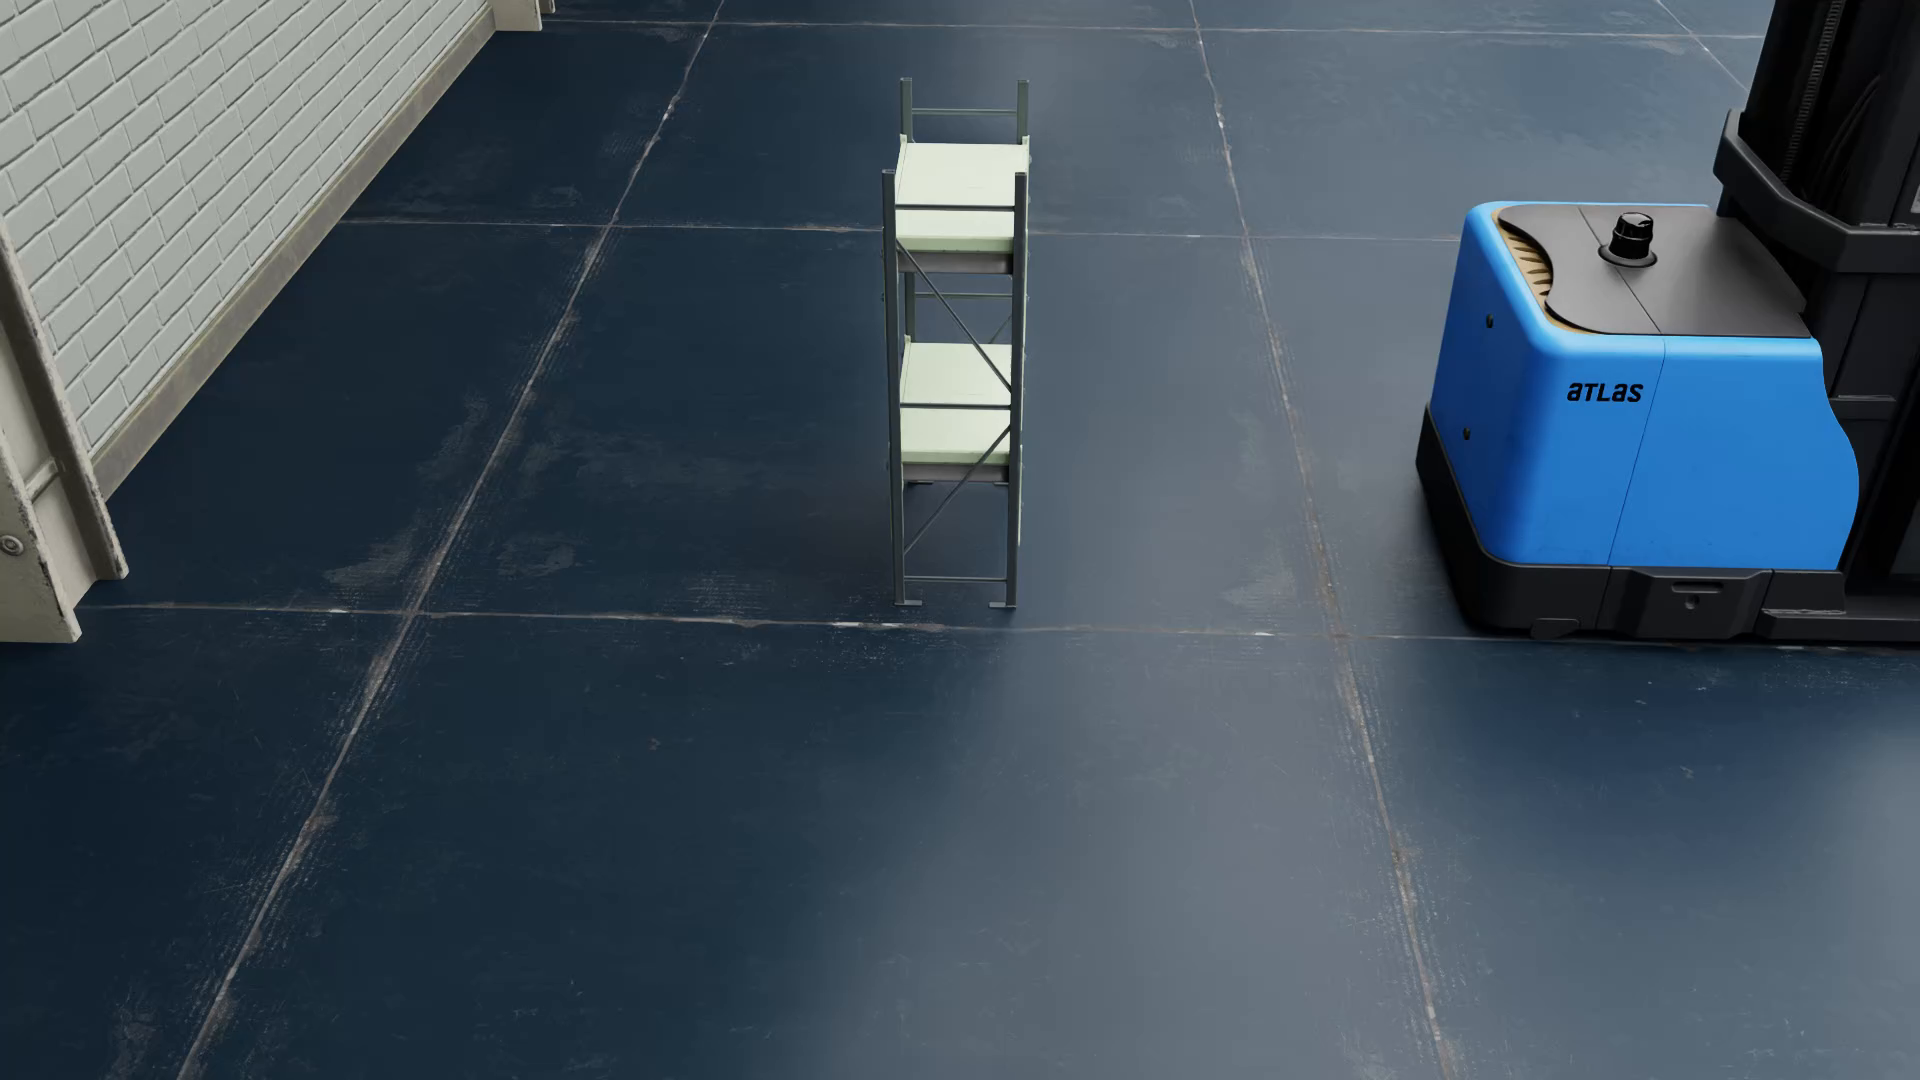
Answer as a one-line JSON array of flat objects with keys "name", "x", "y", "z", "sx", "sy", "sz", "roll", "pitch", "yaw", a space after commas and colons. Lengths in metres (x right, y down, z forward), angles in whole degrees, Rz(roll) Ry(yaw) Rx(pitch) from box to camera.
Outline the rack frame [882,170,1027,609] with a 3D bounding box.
[{"name": "rack frame", "x": -0.015, "y": -0.399, "z": 5.014, "sx": 0.400, "sy": 1.500, "sz": 0.023, "roll": 1, "pitch": 35, "yaw": 2}]

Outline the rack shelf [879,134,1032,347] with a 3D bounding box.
[{"name": "rack shelf", "x": 0.000, "y": -0.929, "z": 5.089, "sx": 0.431, "sy": 0.370, "sz": 0.720, "roll": 1, "pitch": 35, "yaw": 2}]

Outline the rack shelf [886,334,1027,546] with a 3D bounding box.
[{"name": "rack shelf", "x": 0.000, "y": -0.343, "z": 5.501, "sx": 0.431, "sy": 0.370, "sz": 0.720, "roll": 1, "pitch": 35, "yaw": 2}]

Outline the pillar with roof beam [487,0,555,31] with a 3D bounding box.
[{"name": "pillar with roof beam", "x": 1.582, "y": -6.819, "z": 7.627, "sx": 9.100, "sy": 9.000, "sz": 0.400, "roll": 1, "pitch": 35, "yaw": 2}]

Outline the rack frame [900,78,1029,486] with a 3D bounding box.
[{"name": "rack frame", "x": 0.014, "y": -0.820, "z": 5.613, "sx": 0.400, "sy": 1.500, "sz": 0.023, "roll": 1, "pitch": 35, "yaw": 2}]

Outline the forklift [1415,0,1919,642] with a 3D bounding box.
[{"name": "forklift", "x": 3.145, "y": -1.137, "z": 4.819, "sx": 3.031, "sy": 2.935, "sz": 1.130, "roll": 1, "pitch": 35, "yaw": 2}]

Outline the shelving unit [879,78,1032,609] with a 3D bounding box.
[{"name": "shelving unit", "x": 0.000, "y": -0.610, "z": 5.313, "sx": 0.431, "sy": 1.500, "sz": 0.755, "roll": 1, "pitch": 35, "yaw": 2}]

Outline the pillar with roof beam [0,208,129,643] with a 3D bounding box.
[{"name": "pillar with roof beam", "x": 1.341, "y": -3.372, "z": 2.722, "sx": 9.100, "sy": 9.000, "sz": 0.400, "roll": 1, "pitch": 35, "yaw": 2}]
